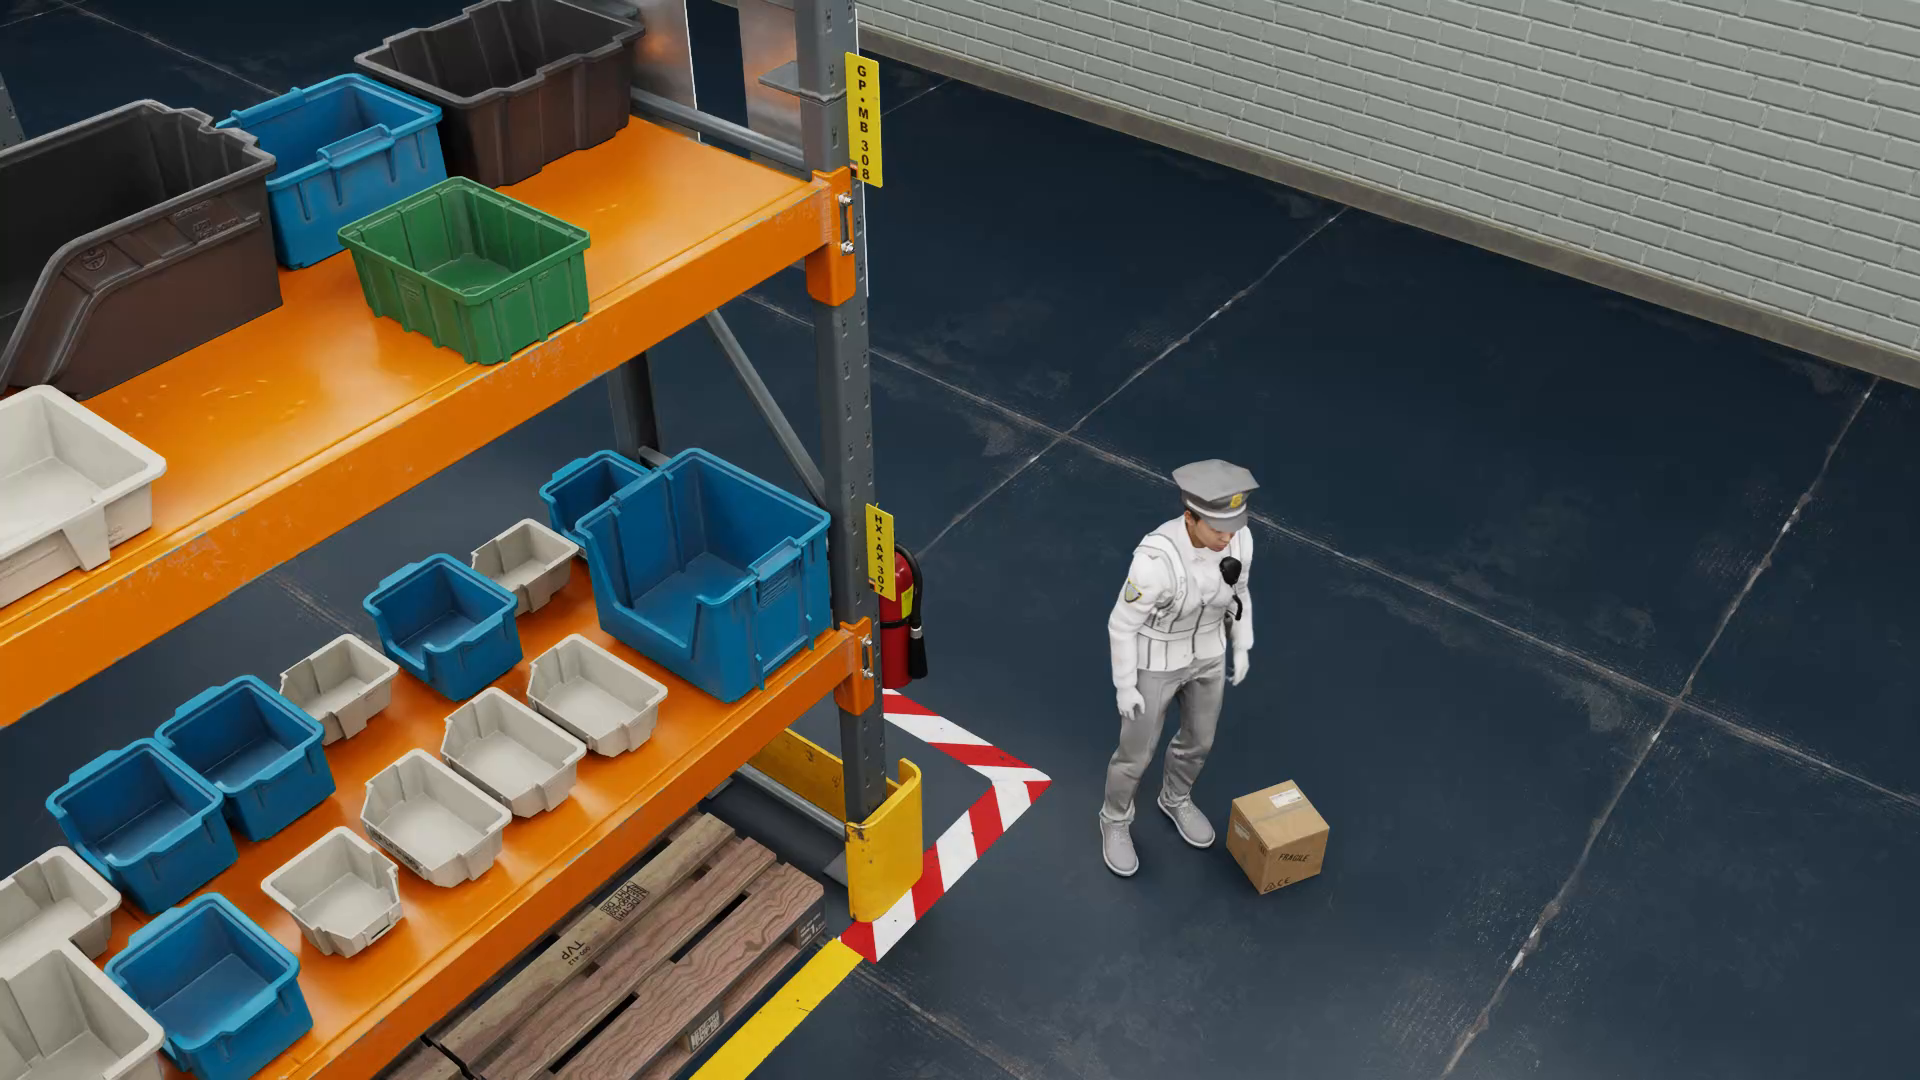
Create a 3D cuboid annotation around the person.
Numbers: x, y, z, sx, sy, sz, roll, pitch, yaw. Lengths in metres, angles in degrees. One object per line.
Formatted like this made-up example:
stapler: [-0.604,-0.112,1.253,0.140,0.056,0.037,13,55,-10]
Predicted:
person: [0.744,0.417,5.636,0.546,1.667,0.369,-16,42,-19]
